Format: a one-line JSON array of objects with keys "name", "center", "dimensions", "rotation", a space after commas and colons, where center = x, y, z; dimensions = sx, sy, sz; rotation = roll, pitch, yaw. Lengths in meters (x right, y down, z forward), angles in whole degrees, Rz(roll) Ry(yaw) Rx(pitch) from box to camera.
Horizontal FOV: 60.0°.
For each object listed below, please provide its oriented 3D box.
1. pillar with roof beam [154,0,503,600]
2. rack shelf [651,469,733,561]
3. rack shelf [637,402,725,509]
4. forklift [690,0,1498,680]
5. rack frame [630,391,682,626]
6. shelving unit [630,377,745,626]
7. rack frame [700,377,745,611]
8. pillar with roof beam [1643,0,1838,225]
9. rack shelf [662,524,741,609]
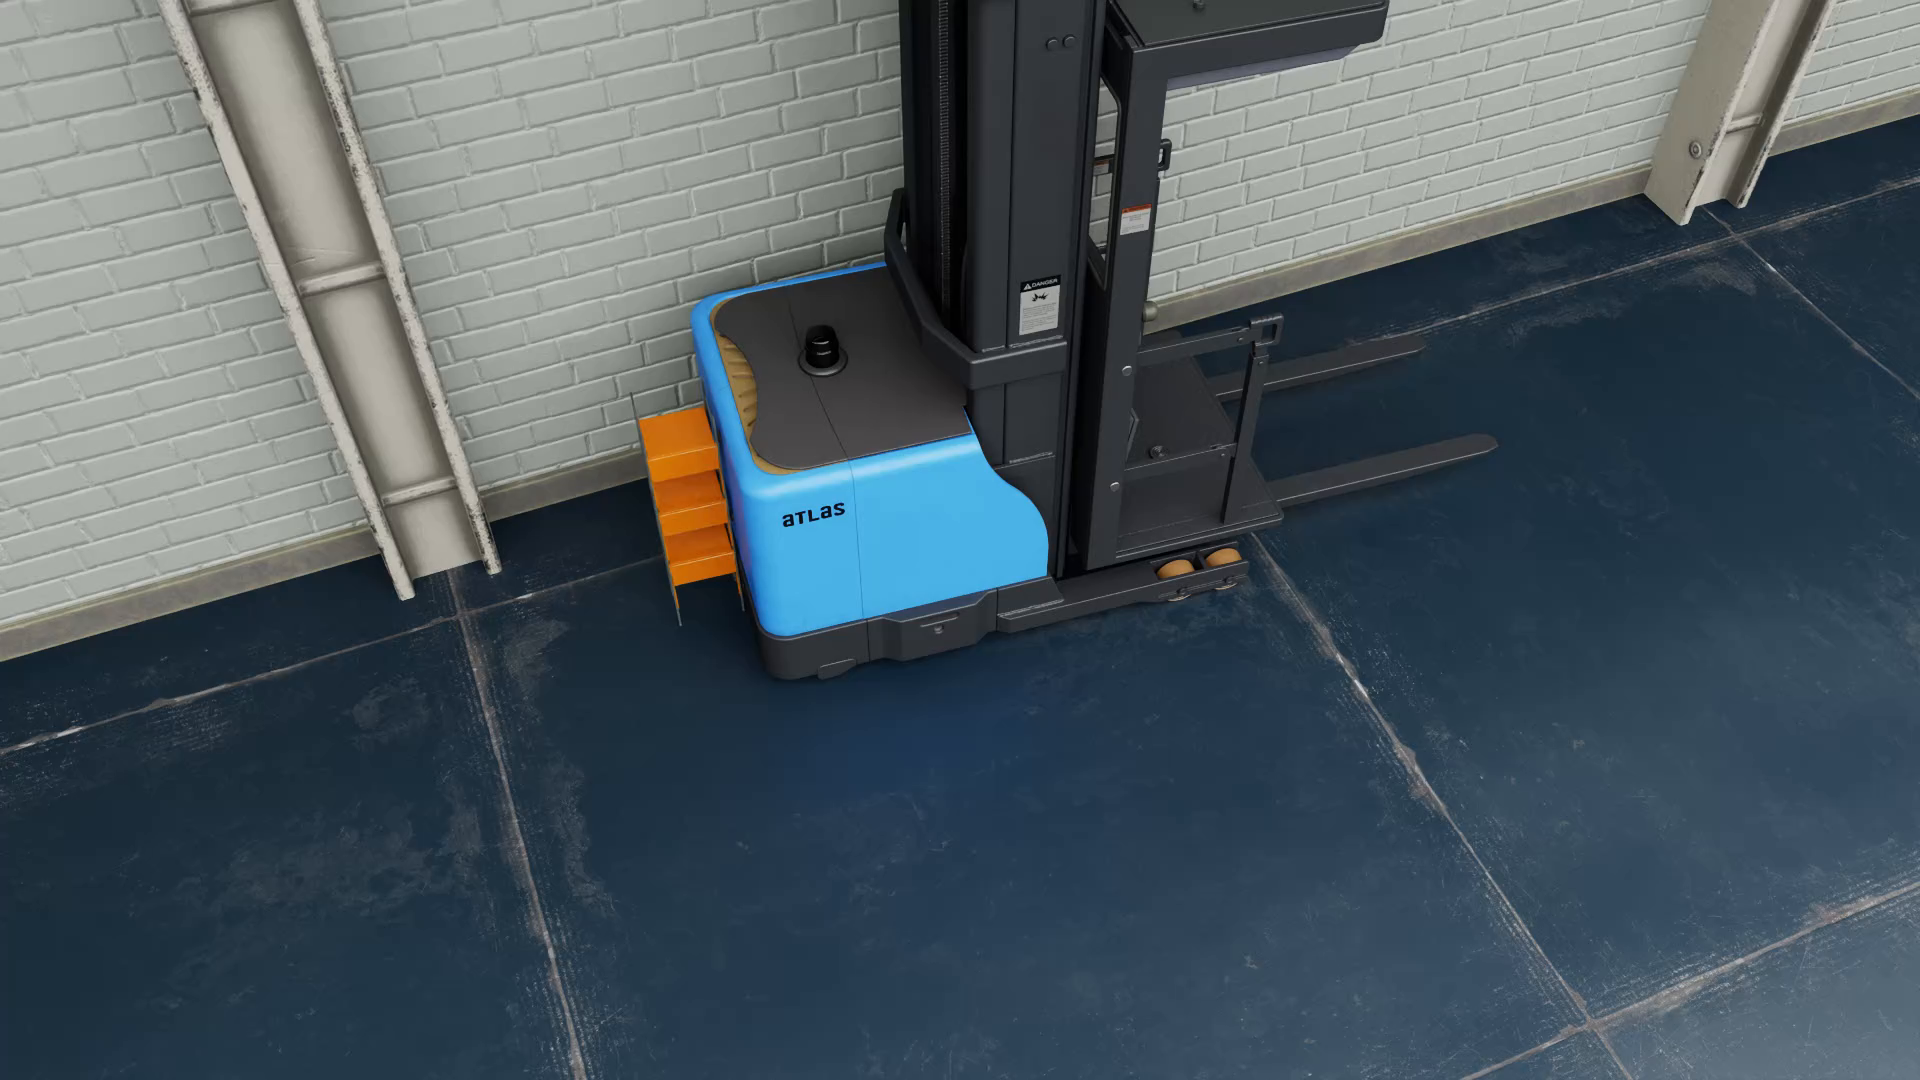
[{"name": "pillar with roof beam", "center": [-0.398, 0.160, 0.521], "dimensions": [0.400, 9.000, 9.100], "rotation": [-17, 52, -14]}, {"name": "rack shelf", "center": [-0.972, -0.109, 6.006], "dimensions": [0.240, 0.259, 0.215], "rotation": [-13, 51, -11]}, {"name": "rack shelf", "center": [-0.972, -0.294, 5.791], "dimensions": [0.240, 0.259, 0.215], "rotation": [-13, 51, -11]}, {"name": "forklift", "center": [0.601, -1.094, 5.598], "dimensions": [3.031, 2.935, 1.130], "rotation": [-13, 51, -11]}, {"name": "rack frame", "center": [-1.088, -0.089, 5.975], "dimensions": [0.008, 1.050, 0.200], "rotation": [-13, 51, -11]}, {"name": "shelving unit", "center": [-0.972, -0.116, 5.998], "dimensions": [0.252, 1.050, 0.215], "rotation": [-13, 51, -11]}, {"name": "rack frame", "center": [-0.855, -0.143, 6.021], "dimensions": [0.008, 1.050, 0.200], "rotation": [-13, 51, -11]}, {"name": "pillar with roof beam", "center": [5.157, -1.561, 1.999], "dimensions": [0.400, 9.000, 9.100], "rotation": [-17, 52, -14]}, {"name": "rack shelf", "center": [-0.972, 0.072, 6.217], "dimensions": [0.240, 0.259, 0.215], "rotation": [-13, 51, -11]}]
